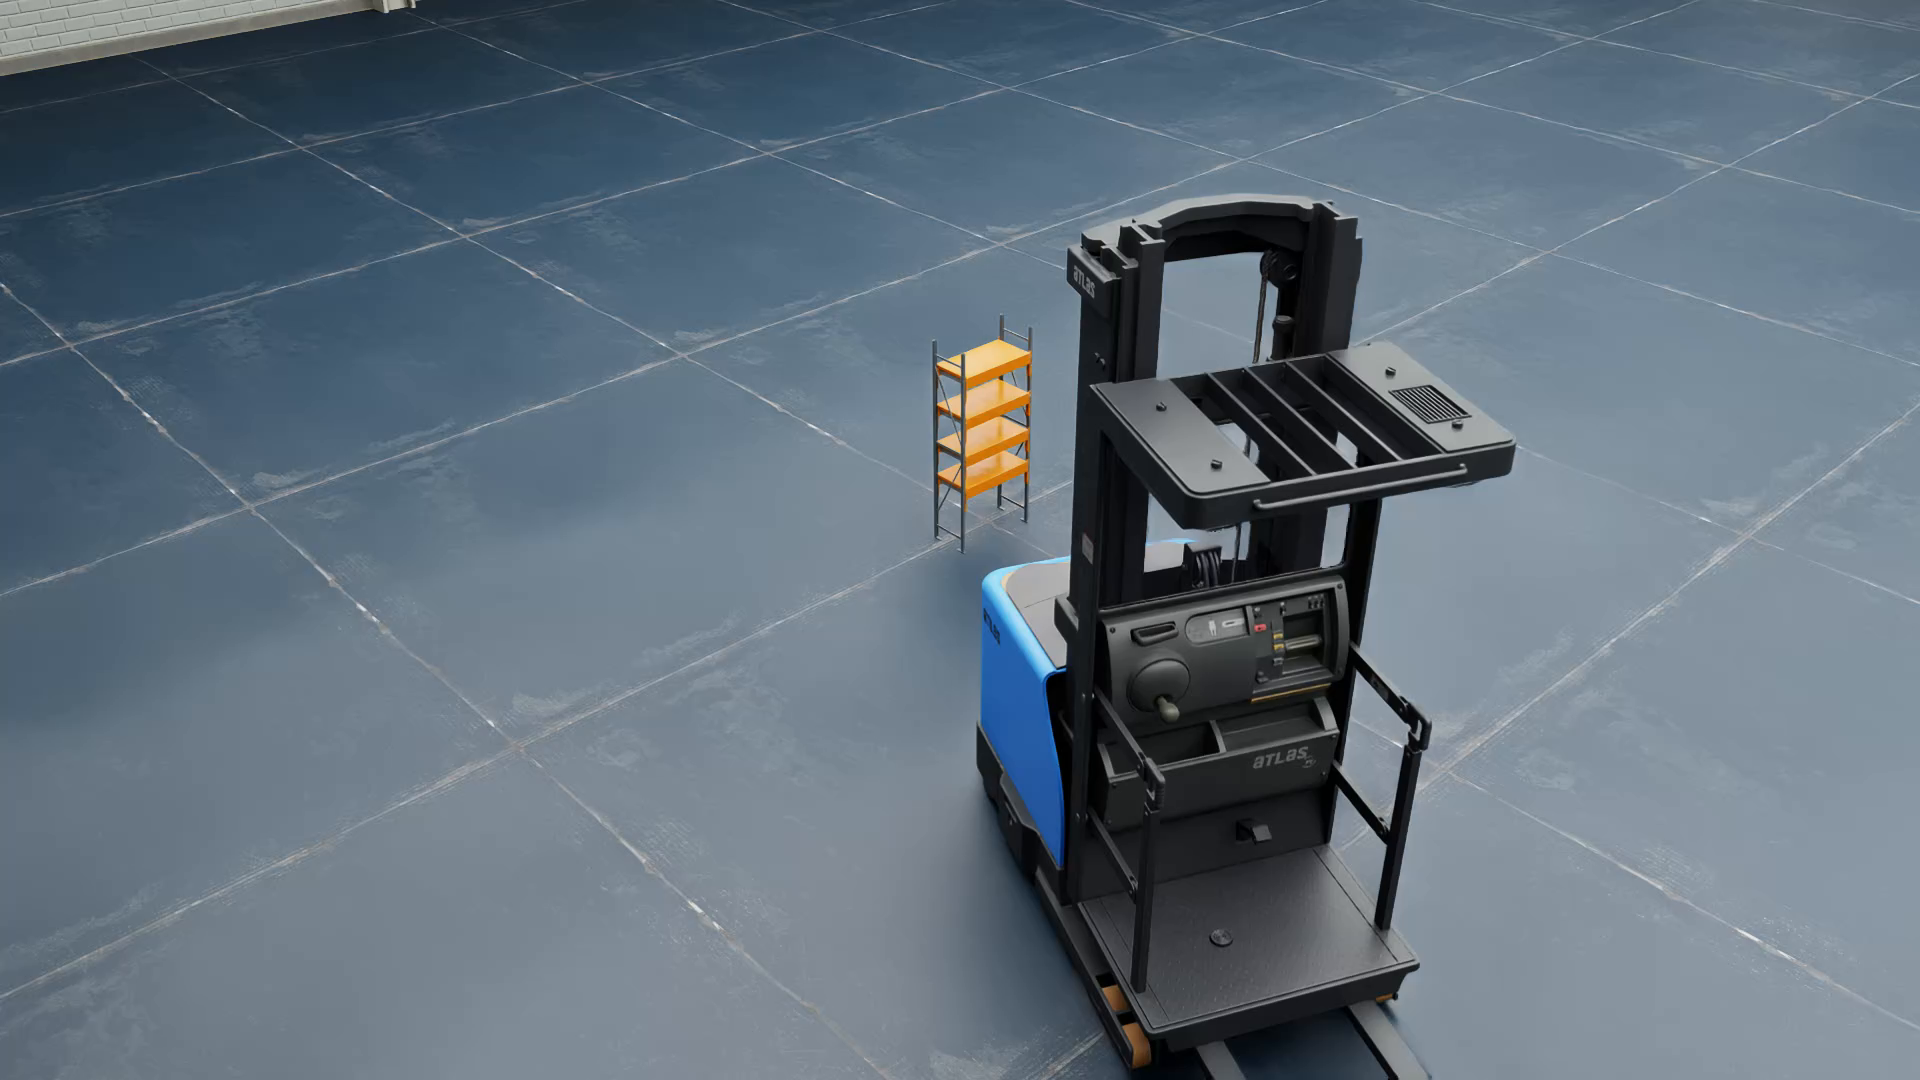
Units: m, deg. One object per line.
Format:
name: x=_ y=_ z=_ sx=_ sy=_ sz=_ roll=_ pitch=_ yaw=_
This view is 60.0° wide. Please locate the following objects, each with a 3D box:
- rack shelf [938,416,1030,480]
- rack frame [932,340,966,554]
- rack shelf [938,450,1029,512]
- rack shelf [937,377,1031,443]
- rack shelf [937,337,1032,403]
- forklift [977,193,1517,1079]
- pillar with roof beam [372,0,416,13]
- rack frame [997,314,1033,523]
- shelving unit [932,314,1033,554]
rack shelf: x=0.121 y=-0.513 z=9.068 sx=0.480 sy=0.148 sz=0.258 roll=-26 pitch=40 yaw=-35
rack frame: x=-0.058 y=-0.484 z=8.891 sx=0.015 sy=1.200 sz=0.240 roll=-26 pitch=40 yaw=-35
rack shelf: x=0.121 y=-0.344 z=9.172 sx=0.480 sy=0.148 sz=0.258 roll=-26 pitch=40 yaw=-35
rack shelf: x=0.121 y=-0.704 z=8.951 sx=0.480 sy=0.148 sz=0.258 roll=-26 pitch=40 yaw=-35
rack shelf: x=0.121 y=-0.906 z=8.828 sx=0.480 sy=0.148 sz=0.258 roll=-26 pitch=40 yaw=-35
forklift: x=1.021 y=0.444 z=5.714 sx=1.130 sy=2.935 sz=3.031 roll=-10 pitch=33 yaw=-16
pillar with roof beam: x=-3.676 y=-8.404 z=14.368 sx=0.400 sy=9.000 sz=9.100 roll=-26 pitch=40 yaw=-35
rack frame: x=0.300 y=-0.657 z=9.175 sx=0.015 sy=1.200 sz=0.240 roll=-26 pitch=40 yaw=-35
shelving unit: x=0.121 y=-0.571 z=9.033 sx=0.503 sy=1.200 sz=0.258 roll=-26 pitch=40 yaw=-35
